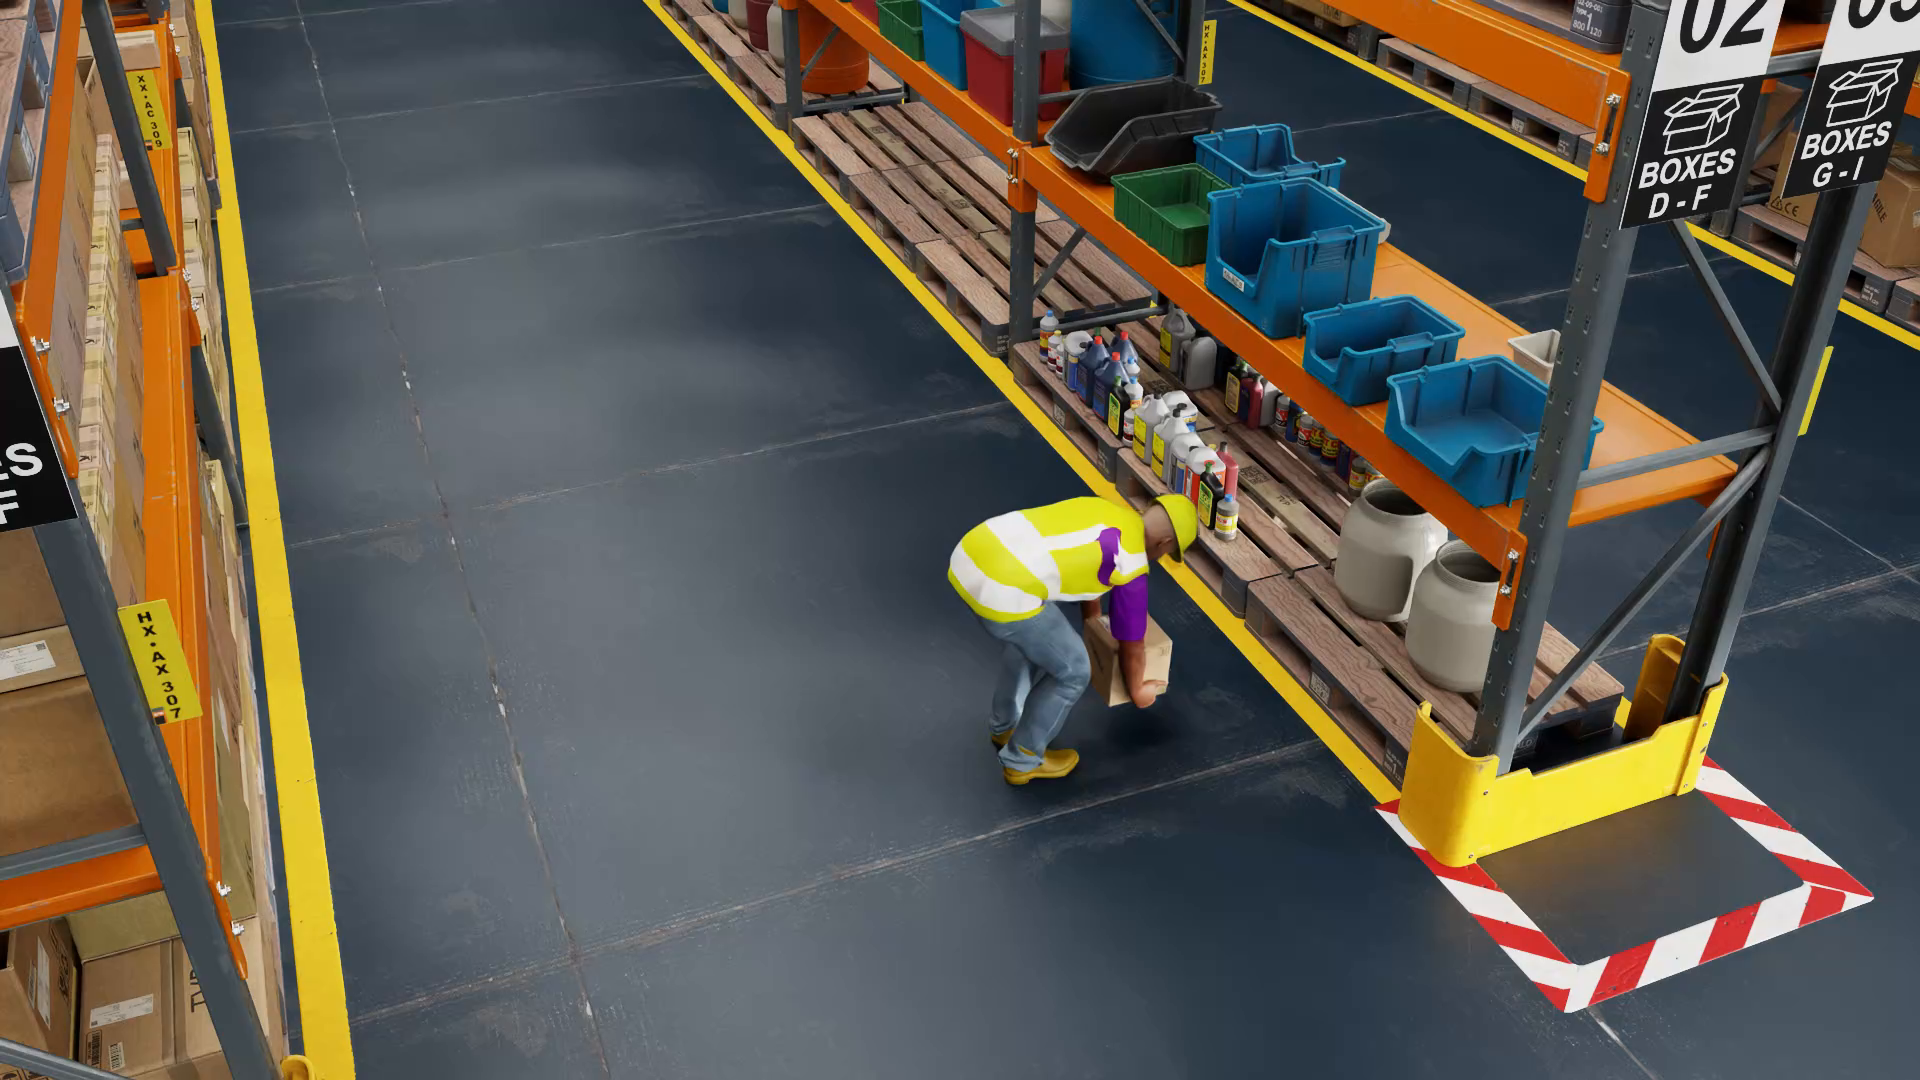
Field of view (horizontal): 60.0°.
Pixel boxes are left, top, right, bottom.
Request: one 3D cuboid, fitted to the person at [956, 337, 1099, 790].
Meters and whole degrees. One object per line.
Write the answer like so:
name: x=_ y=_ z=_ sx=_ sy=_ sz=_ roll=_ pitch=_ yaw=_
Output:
person: x=0.229 y=0.081 z=5.994 sx=0.458 sy=1.767 sz=0.575 roll=-14 pitch=36 yaw=-20
